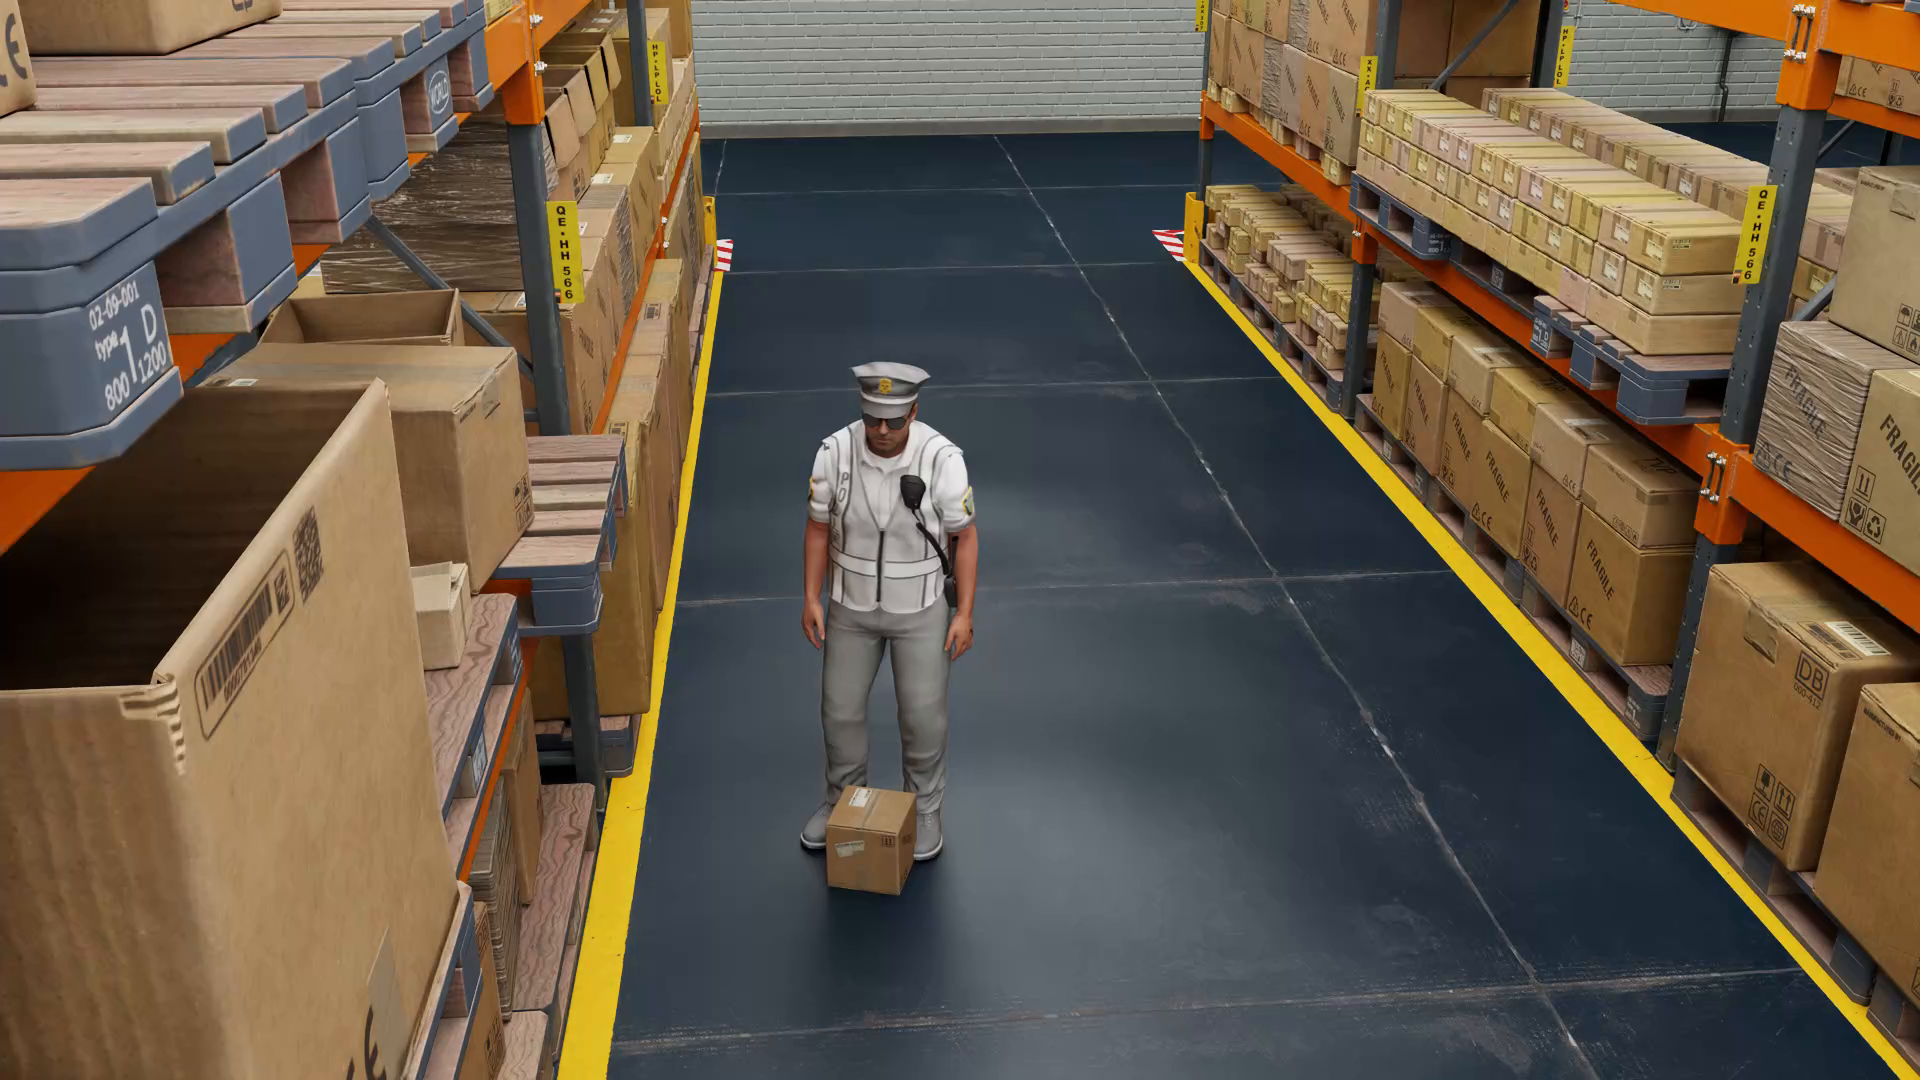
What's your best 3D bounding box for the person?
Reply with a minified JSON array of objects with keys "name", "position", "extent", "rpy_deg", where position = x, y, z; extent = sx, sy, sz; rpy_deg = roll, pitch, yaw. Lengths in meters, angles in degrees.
[{"name":"person","position":[-0.240,0.220,5.587],"extent":[0.601,1.747,0.437],"rpy_deg":[4,24,8]}]
